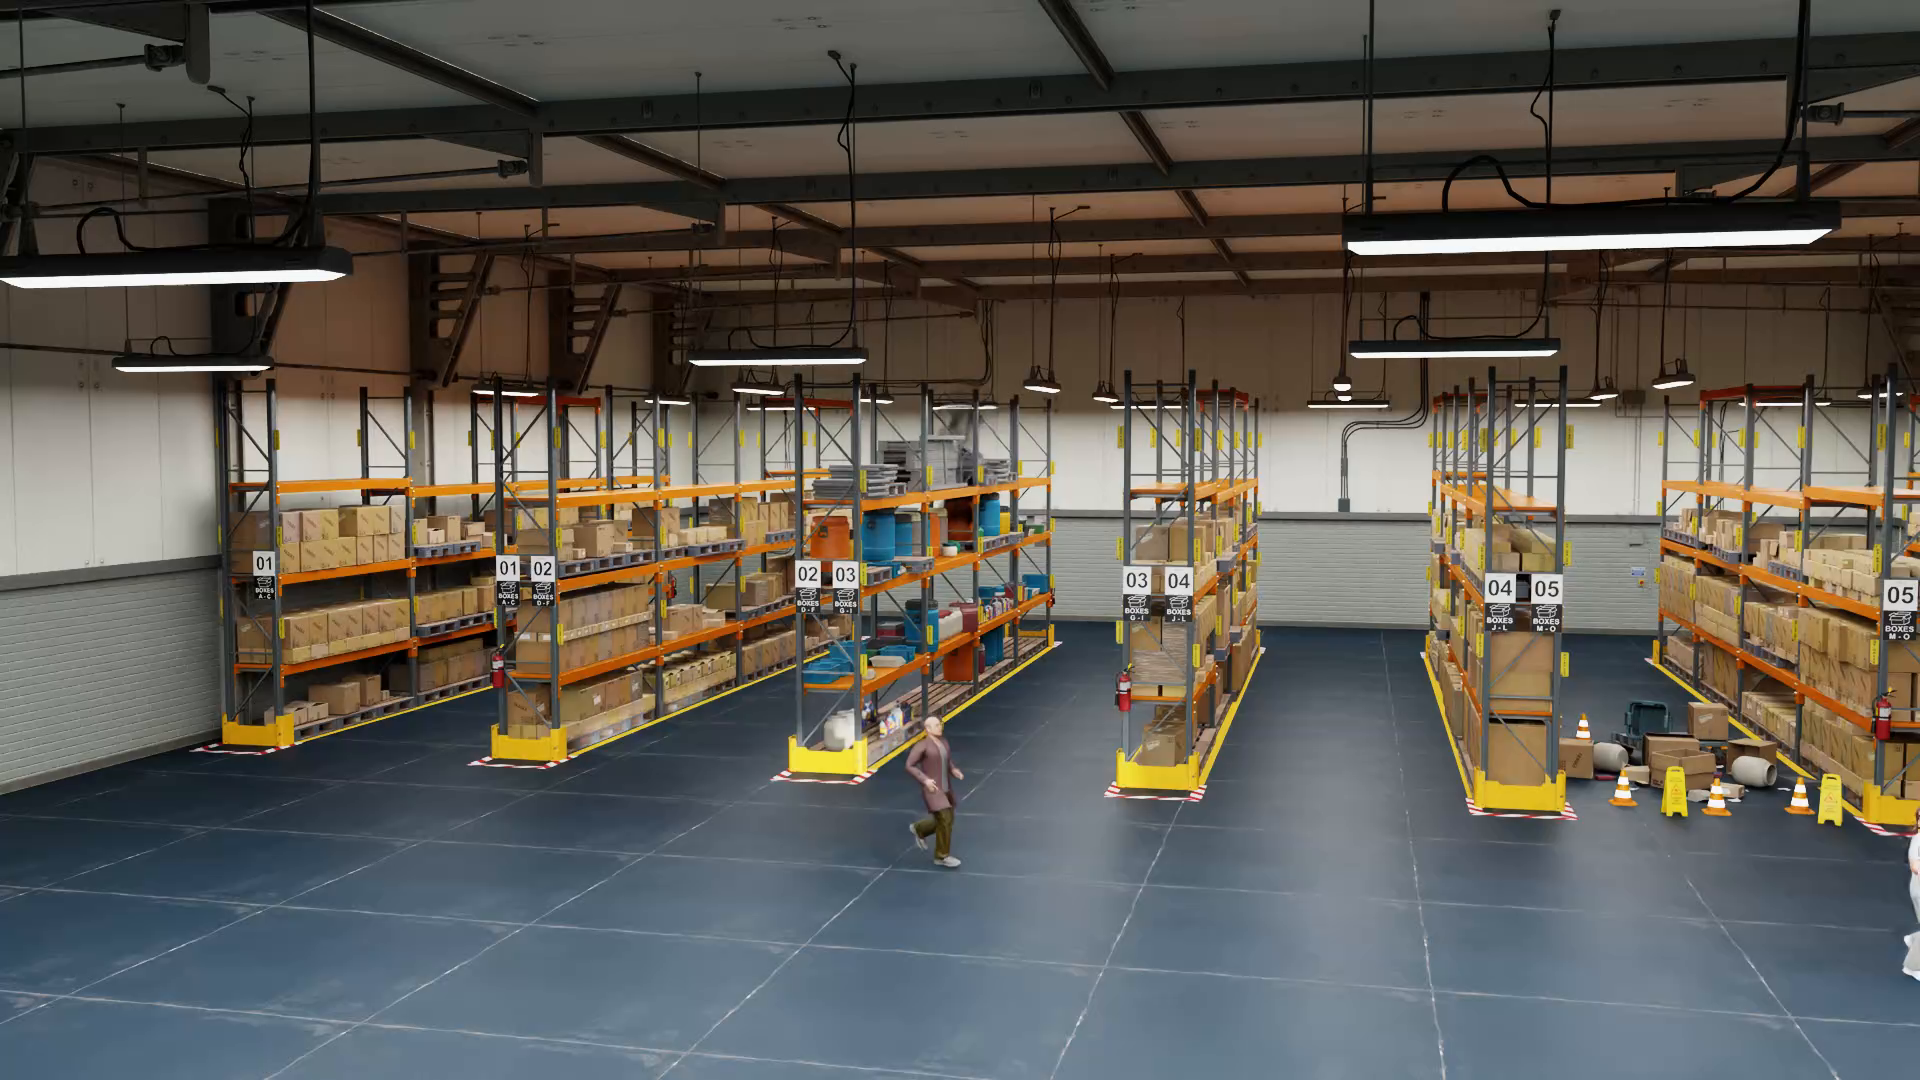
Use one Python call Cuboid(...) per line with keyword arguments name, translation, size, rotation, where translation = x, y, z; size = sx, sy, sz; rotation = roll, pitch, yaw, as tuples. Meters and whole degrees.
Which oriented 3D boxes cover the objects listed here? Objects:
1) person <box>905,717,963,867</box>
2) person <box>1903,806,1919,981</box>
Cuboid(name="person", translation=(-0.321, 2.954, 19.642), size=(0.826, 1.735, 0.715), rotation=(3, 4, 37))
Cuboid(name="person", translation=(8.977, 3.260, 15.336), size=(0.612, 1.640, 0.542), rotation=(-2, 4, -36))
